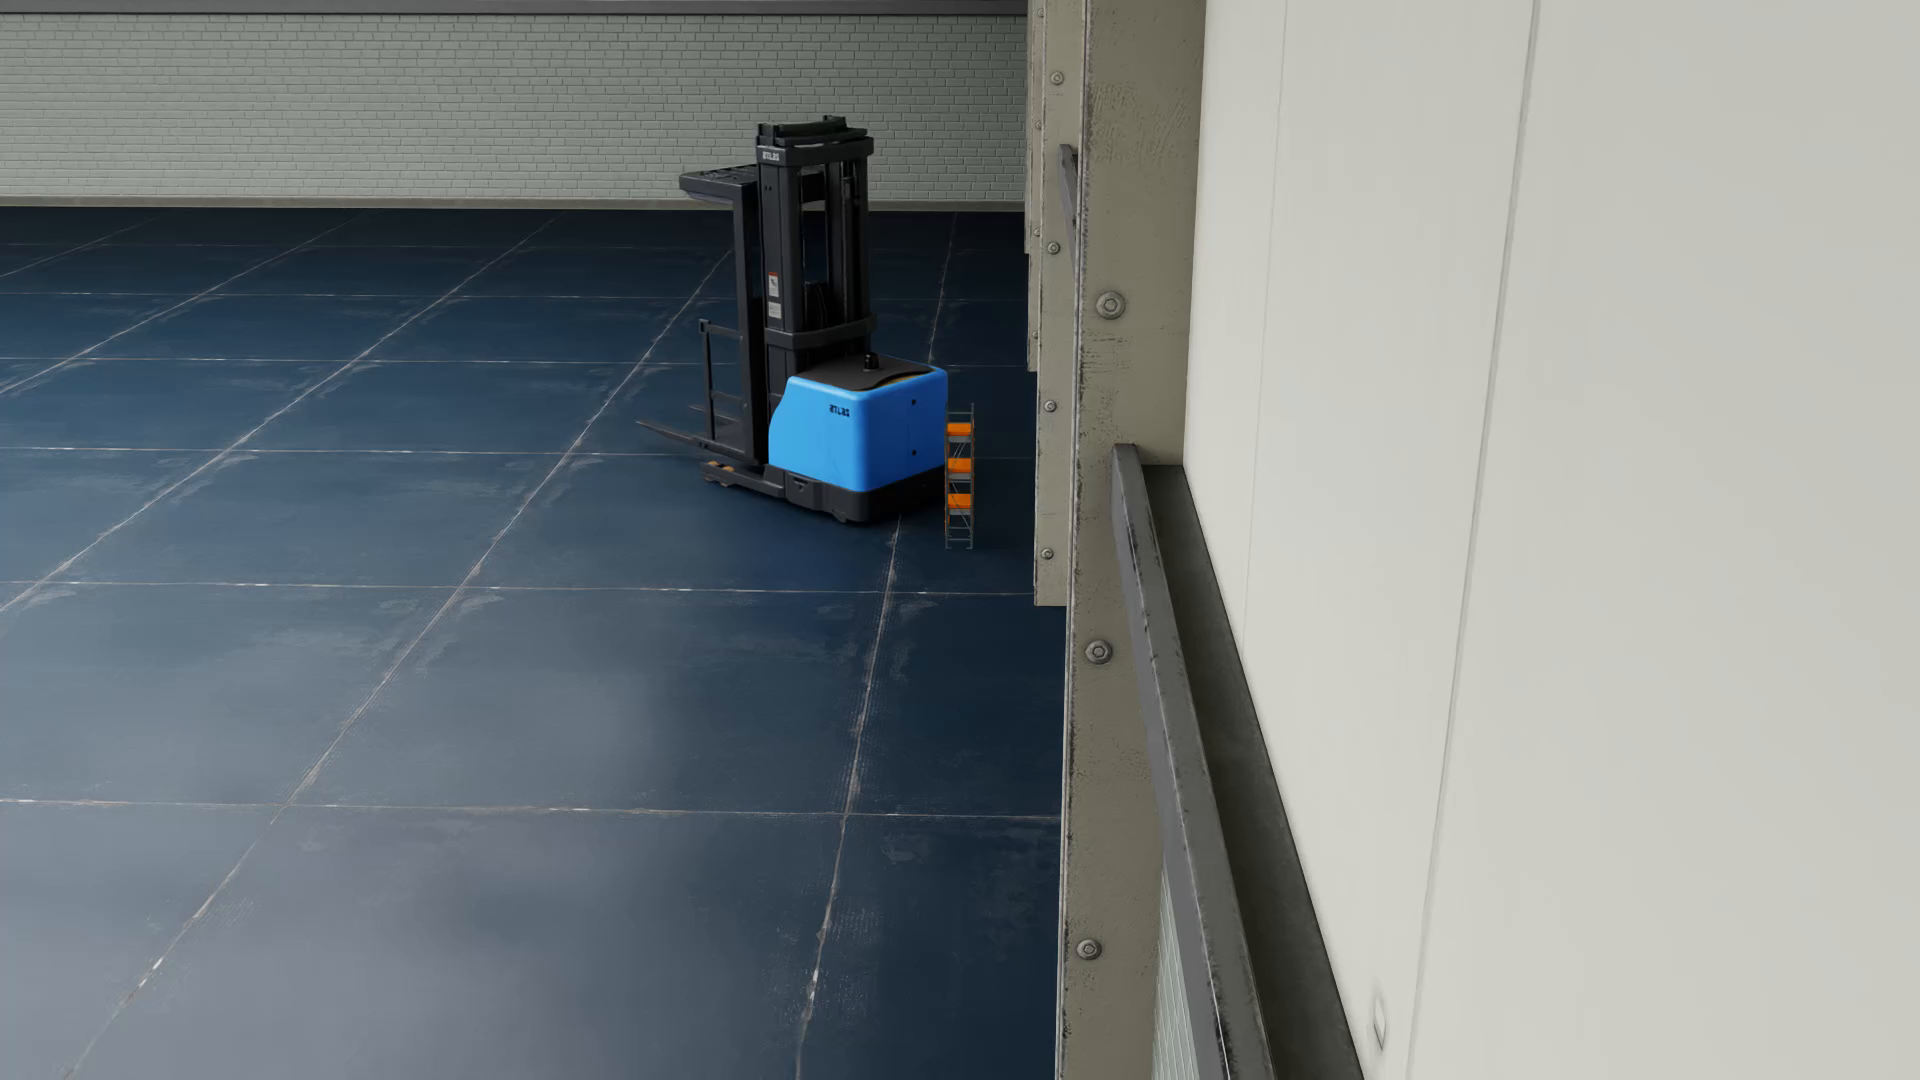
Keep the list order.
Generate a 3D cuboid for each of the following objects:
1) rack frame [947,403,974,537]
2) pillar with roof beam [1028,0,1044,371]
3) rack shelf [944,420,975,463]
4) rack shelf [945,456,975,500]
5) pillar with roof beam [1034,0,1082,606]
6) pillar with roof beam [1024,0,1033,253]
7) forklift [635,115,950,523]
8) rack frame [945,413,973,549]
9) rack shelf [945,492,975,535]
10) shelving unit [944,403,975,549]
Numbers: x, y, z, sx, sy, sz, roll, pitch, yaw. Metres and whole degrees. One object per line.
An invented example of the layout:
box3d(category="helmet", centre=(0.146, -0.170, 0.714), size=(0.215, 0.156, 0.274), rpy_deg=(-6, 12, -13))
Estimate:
box3d(category="rack frame", centre=(0.002, -0.514, 12.403), size=(0.200, 1.050, 0.008), rpy_deg=(1, 21, 2))
box3d(category="pillar with roof beam", centre=(-3.450, -6.034, 15.641), size=(9.100, 9.000, 0.400), rpy_deg=(1, 21, 2))
box3d(category="rack shelf", centre=(-0.002, -0.725, 12.190), size=(0.215, 0.259, 0.240), rpy_deg=(1, 21, 2))
box3d(category="rack shelf", centre=(-0.002, -0.460, 12.293), size=(0.215, 0.259, 0.240), rpy_deg=(1, 21, 2))
box3d(category="pillar with roof beam", centre=(-3.633, -3.865, 10.050), size=(9.100, 9.000, 0.400), rpy_deg=(1, 21, 2))
box3d(category="pillar with roof beam", centre=(-3.268, -8.204, 21.232), size=(9.100, 9.000, 0.400), rpy_deg=(1, 21, 2))
box3d(category="forklift", centre=(-1.514, -1.928, 13.446), size=(3.031, 2.935, 1.130), rpy_deg=(18, 28, 39))
box3d(category="rack frame", centre=(-0.005, -0.426, 12.175), size=(0.200, 1.050, 0.008), rpy_deg=(1, 21, 2))
box3d(category="rack shelf", centre=(-0.002, -0.201, 12.394), size=(0.215, 0.259, 0.240), rpy_deg=(1, 21, 2))
box3d(category="shelving unit", centre=(-0.002, -0.470, 12.289), size=(0.215, 1.050, 0.252), rpy_deg=(1, 21, 2))
